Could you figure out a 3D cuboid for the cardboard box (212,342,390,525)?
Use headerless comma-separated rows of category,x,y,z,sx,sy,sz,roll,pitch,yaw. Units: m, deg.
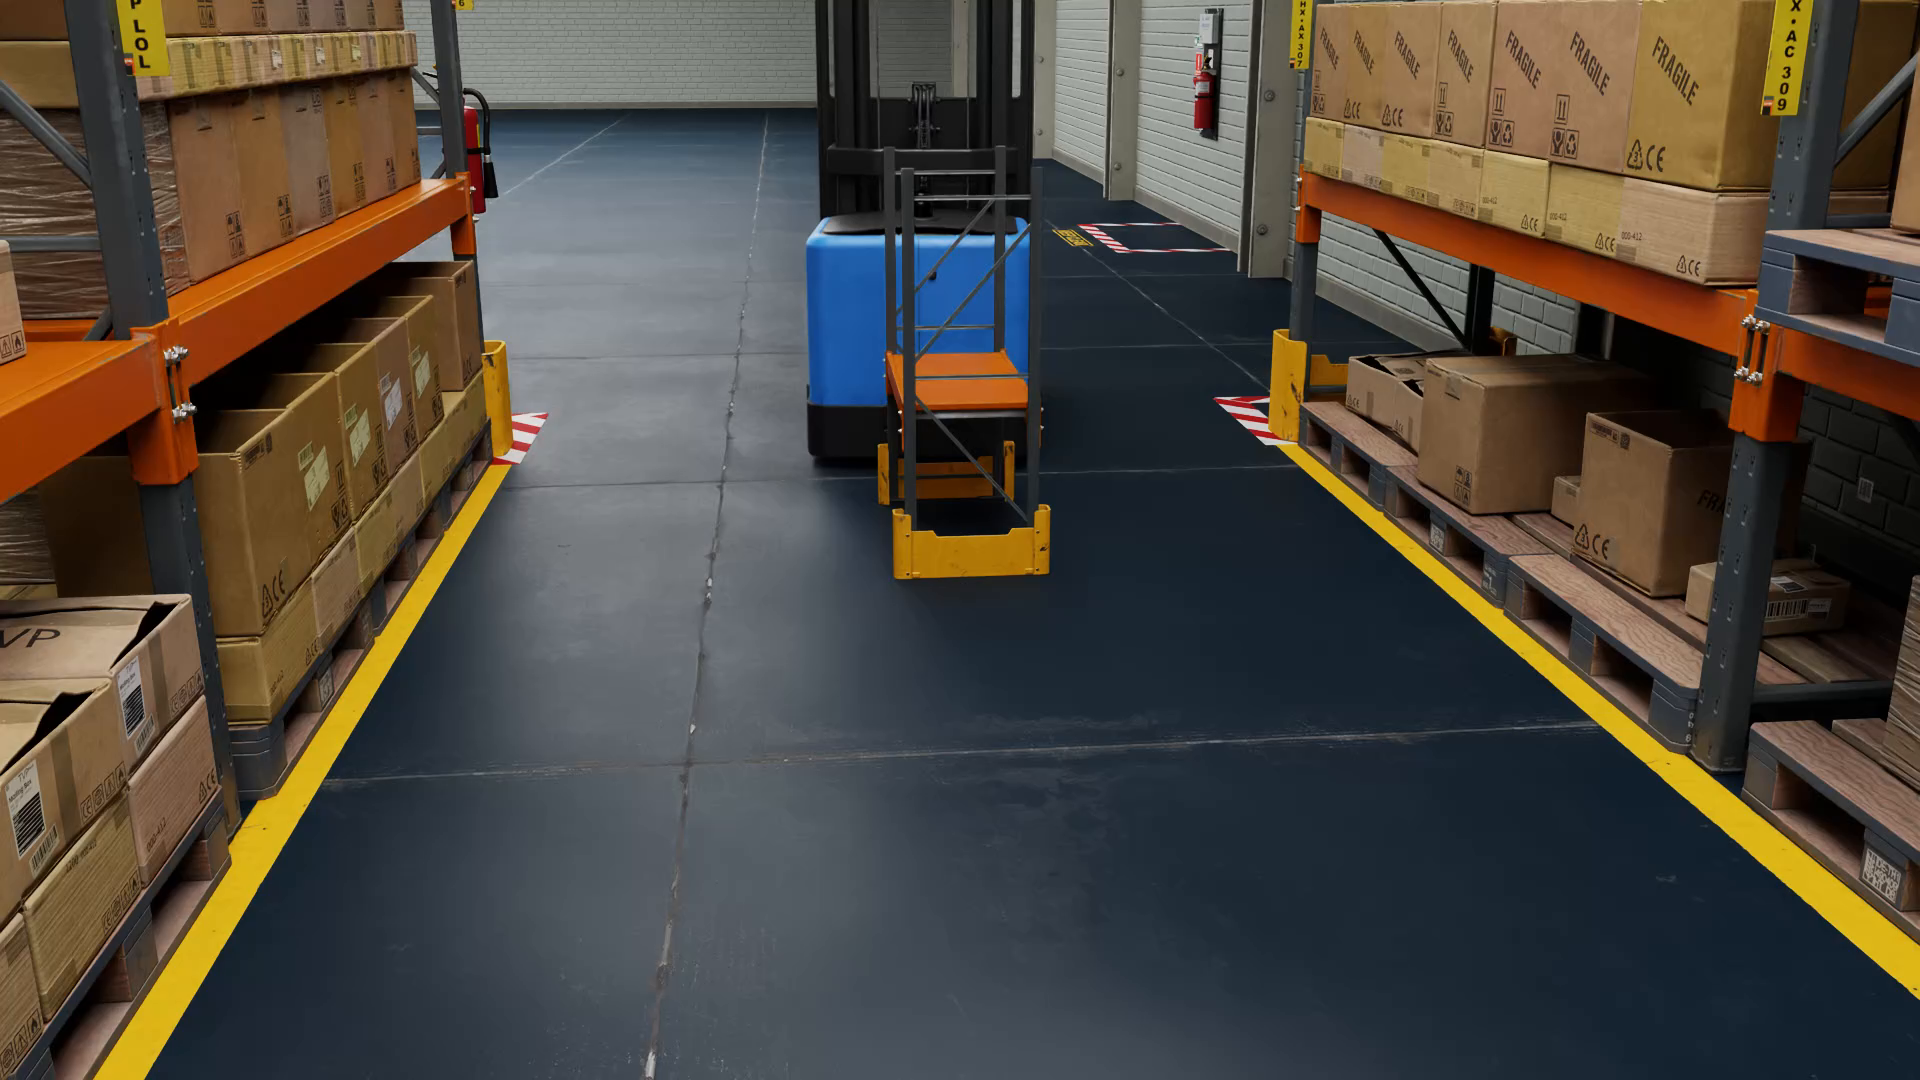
cardboard box,-2.196,-0.351,5.426,0.500,0.500,0.500,-2,18,-6

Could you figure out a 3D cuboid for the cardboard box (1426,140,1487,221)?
cardboard box,2.056,-1.331,6.126,0.500,0.250,0.500,-2,18,-5

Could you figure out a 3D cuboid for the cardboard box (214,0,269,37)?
cardboard box,-2.513,-1.758,4.936,0.700,0.500,0.500,-2,18,-6

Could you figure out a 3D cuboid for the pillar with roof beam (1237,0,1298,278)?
pillar with roof beam,-1.811,-6.340,11.849,9.100,9.000,0.400,-2,18,-6

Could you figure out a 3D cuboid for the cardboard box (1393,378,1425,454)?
cardboard box,2.198,-0.554,7.187,0.500,0.311,0.500,0,17,-1

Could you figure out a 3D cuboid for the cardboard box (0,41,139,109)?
cardboard box,-2.192,-1.103,3.932,0.380,0.149,0.250,-2,18,-6

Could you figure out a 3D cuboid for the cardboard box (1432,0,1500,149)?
cardboard box,2.061,-1.694,6.032,0.500,0.500,0.500,-1,17,-4

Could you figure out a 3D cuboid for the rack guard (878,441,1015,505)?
rack guard,-0.059,-0.290,7.185,0.587,0.250,0.087,-2,18,-6

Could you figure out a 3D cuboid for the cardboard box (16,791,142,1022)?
cardboard box,-1.975,0.717,3.273,0.500,0.250,0.500,-2,18,-6

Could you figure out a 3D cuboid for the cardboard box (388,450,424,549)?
cardboard box,-2.253,-0.142,6.012,0.500,0.250,0.500,-2,18,-6

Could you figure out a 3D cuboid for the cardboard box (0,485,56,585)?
cardboard box,-2.662,-0.186,4.901,0.500,0.500,0.500,-2,18,-6

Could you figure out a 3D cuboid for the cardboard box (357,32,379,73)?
cardboard box,-2.462,-1.871,6.380,0.380,0.149,0.250,-2,17,-5

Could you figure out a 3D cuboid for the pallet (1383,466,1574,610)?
pallet,2.337,-0.046,6.473,1.003,0.211,1.213,-2,18,-6

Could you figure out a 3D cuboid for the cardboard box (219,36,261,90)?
cardboard box,-2.298,-1.407,4.901,0.380,0.149,0.250,-2,18,-7

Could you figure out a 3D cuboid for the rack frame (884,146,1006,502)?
rack frame,-0.061,-0.892,7.016,0.500,1.500,0.032,-2,18,-6

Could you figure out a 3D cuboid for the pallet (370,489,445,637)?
pallet,-2.526,0.068,6.107,1.003,0.211,1.213,-2,18,-6

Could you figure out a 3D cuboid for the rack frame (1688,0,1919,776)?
rack frame,2.570,-0.814,4.261,1.000,3.000,0.127,-2,18,-6

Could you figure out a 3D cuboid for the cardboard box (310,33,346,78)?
cardboard box,-2.405,-1.715,5.881,0.380,0.149,0.250,-1,17,-4

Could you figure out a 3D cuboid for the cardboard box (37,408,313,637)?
cardboard box,-2.093,-0.054,4.477,0.500,0.500,0.500,-2,18,-6

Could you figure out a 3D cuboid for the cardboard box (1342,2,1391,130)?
cardboard box,1.949,-2.002,7.011,0.500,0.500,0.500,-2,18,-5

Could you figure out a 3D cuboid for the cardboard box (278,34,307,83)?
cardboard box,-2.355,-1.564,5.401,0.380,0.149,0.250,-2,18,-6

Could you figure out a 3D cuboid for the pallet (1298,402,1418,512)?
pallet,2.214,-0.409,7.628,1.003,0.211,1.213,-2,18,-6

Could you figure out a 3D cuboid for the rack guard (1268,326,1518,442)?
rack guard,2.165,-0.790,8.359,1.175,0.500,0.348,-2,18,-6

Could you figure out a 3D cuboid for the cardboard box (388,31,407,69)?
cardboard box,-2.512,-2.022,6.861,0.380,0.149,0.250,-1,17,-4

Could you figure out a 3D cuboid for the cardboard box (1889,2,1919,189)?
cardboard box,2.729,-1.256,4.634,0.500,0.500,0.500,-2,18,-7

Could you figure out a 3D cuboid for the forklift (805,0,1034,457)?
forklift,-0.174,-2.165,8.678,1.130,2.935,3.031,0,17,0

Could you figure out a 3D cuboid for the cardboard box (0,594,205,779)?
cardboard box,-2.030,0.296,3.679,0.500,0.311,0.500,-2,18,-6

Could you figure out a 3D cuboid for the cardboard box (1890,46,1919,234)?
cardboard box,2.589,-0.918,3.693,0.700,0.500,0.500,-2,18,-5

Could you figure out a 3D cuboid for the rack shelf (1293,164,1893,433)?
rack shelf,2.364,-1.066,6.266,1.077,0.370,4.000,-2,18,-6

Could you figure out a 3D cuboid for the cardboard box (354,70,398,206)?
cardboard box,-2.675,-1.603,6.609,0.700,0.500,0.500,-1,17,-4

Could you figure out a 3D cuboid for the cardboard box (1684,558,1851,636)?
cardboard box,2.485,0.170,5.124,0.380,0.166,0.250,-4,18,-13

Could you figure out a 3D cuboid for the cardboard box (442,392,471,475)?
cardboard box,-2.357,-0.440,6.961,0.500,0.250,0.500,-2,18,-6

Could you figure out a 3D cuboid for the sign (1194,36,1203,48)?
sign,2.292,-4.785,15.965,0.001,0.109,0.331,-2,18,-6

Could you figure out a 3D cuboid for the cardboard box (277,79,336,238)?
cardboard box,-2.571,-1.298,5.638,0.700,0.500,0.500,-1,17,-4

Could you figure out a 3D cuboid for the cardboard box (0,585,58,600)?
cardboard box,-2.622,0.321,4.537,0.500,0.250,0.500,-2,18,-6

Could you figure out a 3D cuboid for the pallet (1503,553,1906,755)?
pallet,2.466,0.318,5.312,1.003,0.211,1.213,-2,18,-6

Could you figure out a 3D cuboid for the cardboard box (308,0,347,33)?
cardboard box,-2.616,-2.056,5.885,0.700,0.500,0.500,-2,18,-5

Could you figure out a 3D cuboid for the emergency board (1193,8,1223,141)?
emergency board,2.254,-4.349,15.520,0.194,1.169,0.643,-2,18,-6

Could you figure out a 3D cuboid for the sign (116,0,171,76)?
sign,-1.818,-1.194,3.671,0.100,0.325,0.005,-2,18,-6

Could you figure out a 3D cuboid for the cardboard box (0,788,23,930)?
cardboard box,-1.921,0.600,2.712,0.500,0.311,0.500,-2,18,-6

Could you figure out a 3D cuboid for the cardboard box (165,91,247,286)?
cardboard box,-2.470,-0.996,4.675,0.700,0.500,0.500,-2,18,-6

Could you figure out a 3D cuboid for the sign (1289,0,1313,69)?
sign,1.618,-2.402,7.873,0.100,0.325,0.005,-2,18,-6

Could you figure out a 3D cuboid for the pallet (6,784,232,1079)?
pallet,-2.242,0.889,3.492,1.003,0.211,1.213,-2,18,-6

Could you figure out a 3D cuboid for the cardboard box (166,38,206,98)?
cardboard box,-2.246,-1.254,4.415,0.380,0.149,0.250,-2,18,-7

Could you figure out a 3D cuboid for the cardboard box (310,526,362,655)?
cardboard box,-2.149,0.155,5.064,0.500,0.250,0.500,-2,18,-6

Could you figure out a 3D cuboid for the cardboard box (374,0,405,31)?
cardboard box,-2.728,-2.363,6.862,0.700,0.500,0.500,-2,18,-5

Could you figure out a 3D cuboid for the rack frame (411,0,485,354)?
rack frame,-2.769,-1.851,7.566,1.000,3.000,0.127,-2,18,-6

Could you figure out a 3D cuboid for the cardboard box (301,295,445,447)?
cardboard box,-2.300,-0.649,6.375,0.500,0.500,0.500,-2,18,-6

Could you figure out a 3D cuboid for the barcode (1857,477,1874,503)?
barcode,2.753,-0.152,5.057,0.001,0.075,0.075,-2,18,-6

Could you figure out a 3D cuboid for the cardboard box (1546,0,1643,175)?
cardboard box,2.157,-1.389,5.059,0.500,0.500,0.500,-2,18,-6

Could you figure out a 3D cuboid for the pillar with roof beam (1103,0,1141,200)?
pillar with roof beam,-2.429,-8.128,17.543,9.100,9.000,0.400,-2,18,-6

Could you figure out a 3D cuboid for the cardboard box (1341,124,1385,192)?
cardboard box,1.960,-1.634,7.090,0.500,0.250,0.500,-2,18,-7

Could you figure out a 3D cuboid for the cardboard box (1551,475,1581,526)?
cardboard box,2.425,-0.140,6.142,0.380,0.149,0.250,-3,18,-10

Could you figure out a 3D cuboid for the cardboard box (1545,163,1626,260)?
cardboard box,2.177,-1.032,5.173,0.500,0.250,0.500,-2,18,-5

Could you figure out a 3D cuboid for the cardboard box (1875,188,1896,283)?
cardboard box,2.735,-0.898,4.747,0.500,0.250,0.500,-2,17,-5

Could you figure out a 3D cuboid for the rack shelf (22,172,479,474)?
rack shelf,-2.563,-0.912,5.775,1.077,0.370,4.000,-2,18,-6

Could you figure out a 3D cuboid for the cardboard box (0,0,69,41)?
cardboard box,-2.409,-1.458,3.981,0.700,0.500,0.500,-2,18,-5

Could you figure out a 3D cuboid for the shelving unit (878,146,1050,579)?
shelving unit,-0.008,-0.738,6.525,0.587,1.500,1.083,-2,18,-6

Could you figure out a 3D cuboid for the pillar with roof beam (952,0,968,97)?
pillar with roof beam,-4.286,-13.491,34.625,9.100,9.000,0.400,-2,18,-6
